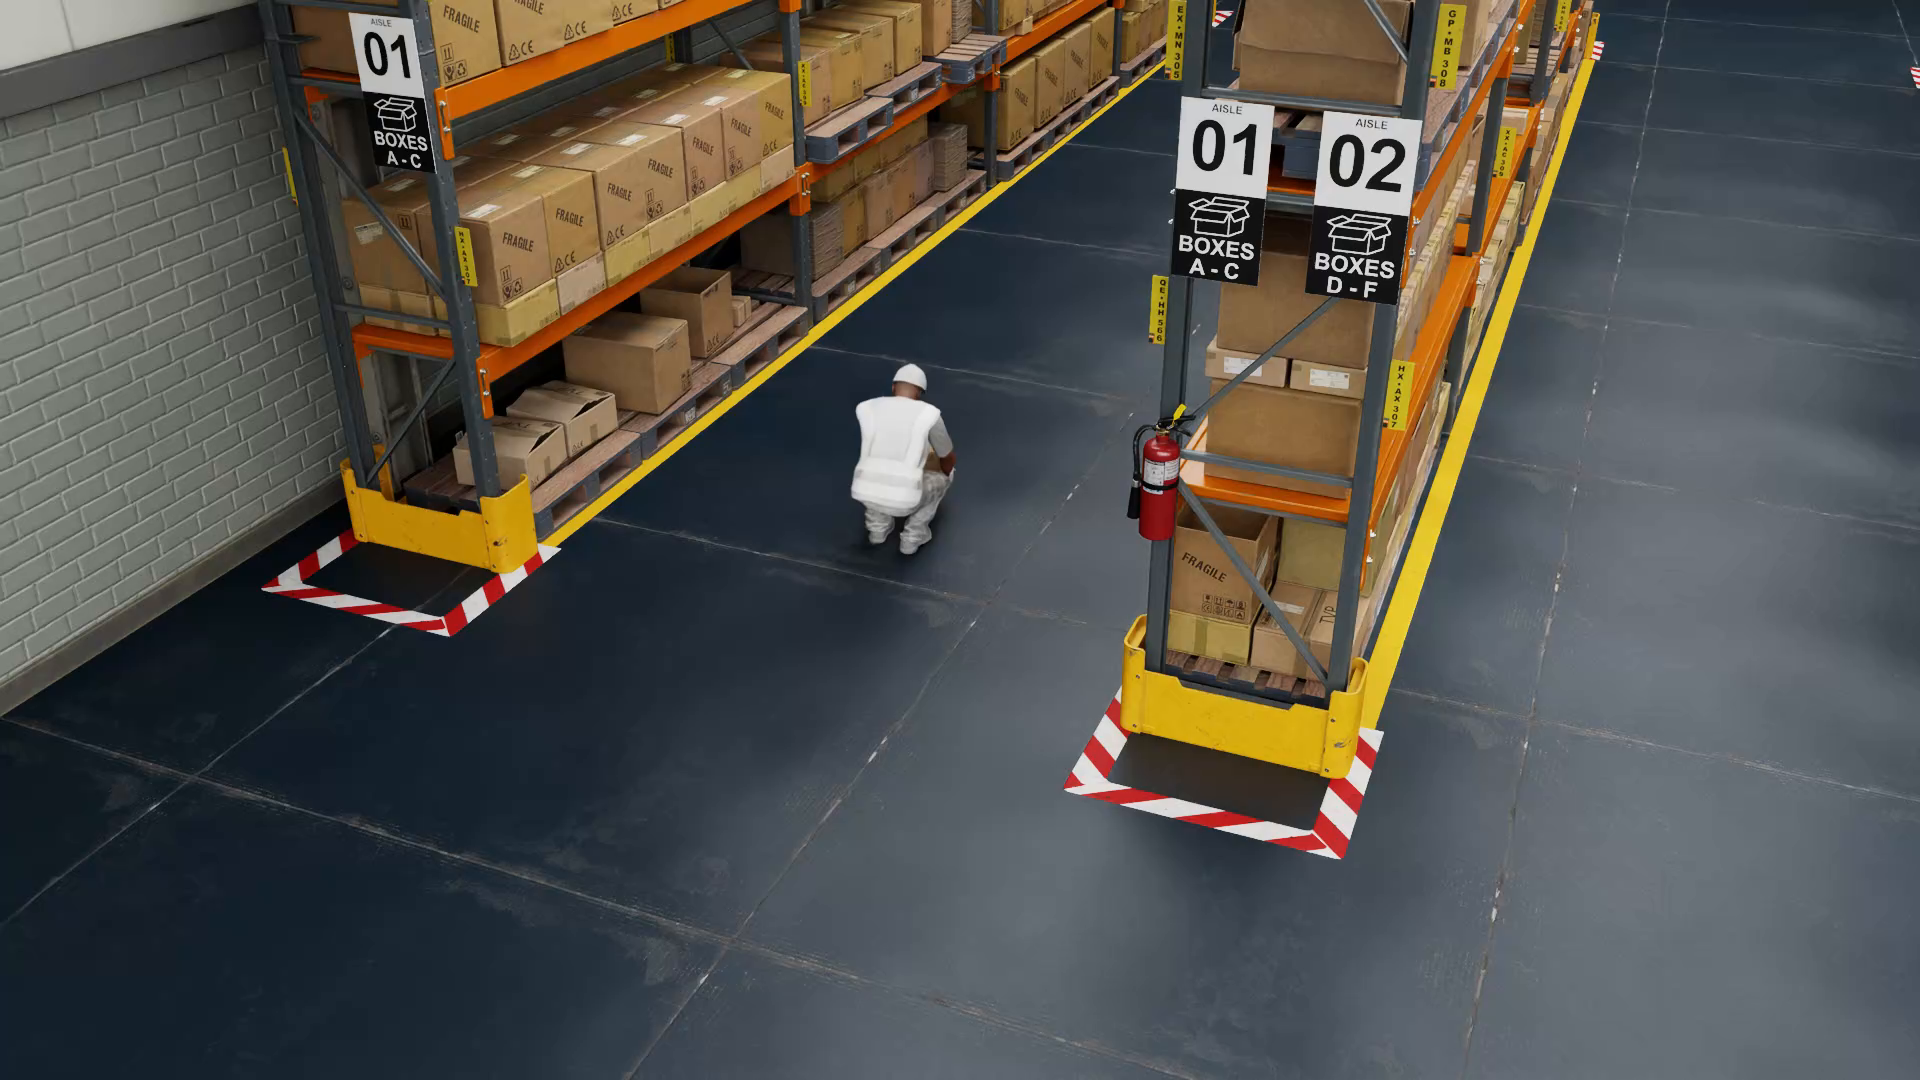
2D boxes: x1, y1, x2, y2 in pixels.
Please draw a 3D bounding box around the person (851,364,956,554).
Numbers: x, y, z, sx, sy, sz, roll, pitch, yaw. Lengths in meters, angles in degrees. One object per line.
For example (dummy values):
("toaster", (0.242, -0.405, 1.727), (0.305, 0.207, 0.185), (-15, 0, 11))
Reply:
("person", (-0.360, -0.498, 10.080), (0.567, 0.993, 0.898), (11, 31, 19))
